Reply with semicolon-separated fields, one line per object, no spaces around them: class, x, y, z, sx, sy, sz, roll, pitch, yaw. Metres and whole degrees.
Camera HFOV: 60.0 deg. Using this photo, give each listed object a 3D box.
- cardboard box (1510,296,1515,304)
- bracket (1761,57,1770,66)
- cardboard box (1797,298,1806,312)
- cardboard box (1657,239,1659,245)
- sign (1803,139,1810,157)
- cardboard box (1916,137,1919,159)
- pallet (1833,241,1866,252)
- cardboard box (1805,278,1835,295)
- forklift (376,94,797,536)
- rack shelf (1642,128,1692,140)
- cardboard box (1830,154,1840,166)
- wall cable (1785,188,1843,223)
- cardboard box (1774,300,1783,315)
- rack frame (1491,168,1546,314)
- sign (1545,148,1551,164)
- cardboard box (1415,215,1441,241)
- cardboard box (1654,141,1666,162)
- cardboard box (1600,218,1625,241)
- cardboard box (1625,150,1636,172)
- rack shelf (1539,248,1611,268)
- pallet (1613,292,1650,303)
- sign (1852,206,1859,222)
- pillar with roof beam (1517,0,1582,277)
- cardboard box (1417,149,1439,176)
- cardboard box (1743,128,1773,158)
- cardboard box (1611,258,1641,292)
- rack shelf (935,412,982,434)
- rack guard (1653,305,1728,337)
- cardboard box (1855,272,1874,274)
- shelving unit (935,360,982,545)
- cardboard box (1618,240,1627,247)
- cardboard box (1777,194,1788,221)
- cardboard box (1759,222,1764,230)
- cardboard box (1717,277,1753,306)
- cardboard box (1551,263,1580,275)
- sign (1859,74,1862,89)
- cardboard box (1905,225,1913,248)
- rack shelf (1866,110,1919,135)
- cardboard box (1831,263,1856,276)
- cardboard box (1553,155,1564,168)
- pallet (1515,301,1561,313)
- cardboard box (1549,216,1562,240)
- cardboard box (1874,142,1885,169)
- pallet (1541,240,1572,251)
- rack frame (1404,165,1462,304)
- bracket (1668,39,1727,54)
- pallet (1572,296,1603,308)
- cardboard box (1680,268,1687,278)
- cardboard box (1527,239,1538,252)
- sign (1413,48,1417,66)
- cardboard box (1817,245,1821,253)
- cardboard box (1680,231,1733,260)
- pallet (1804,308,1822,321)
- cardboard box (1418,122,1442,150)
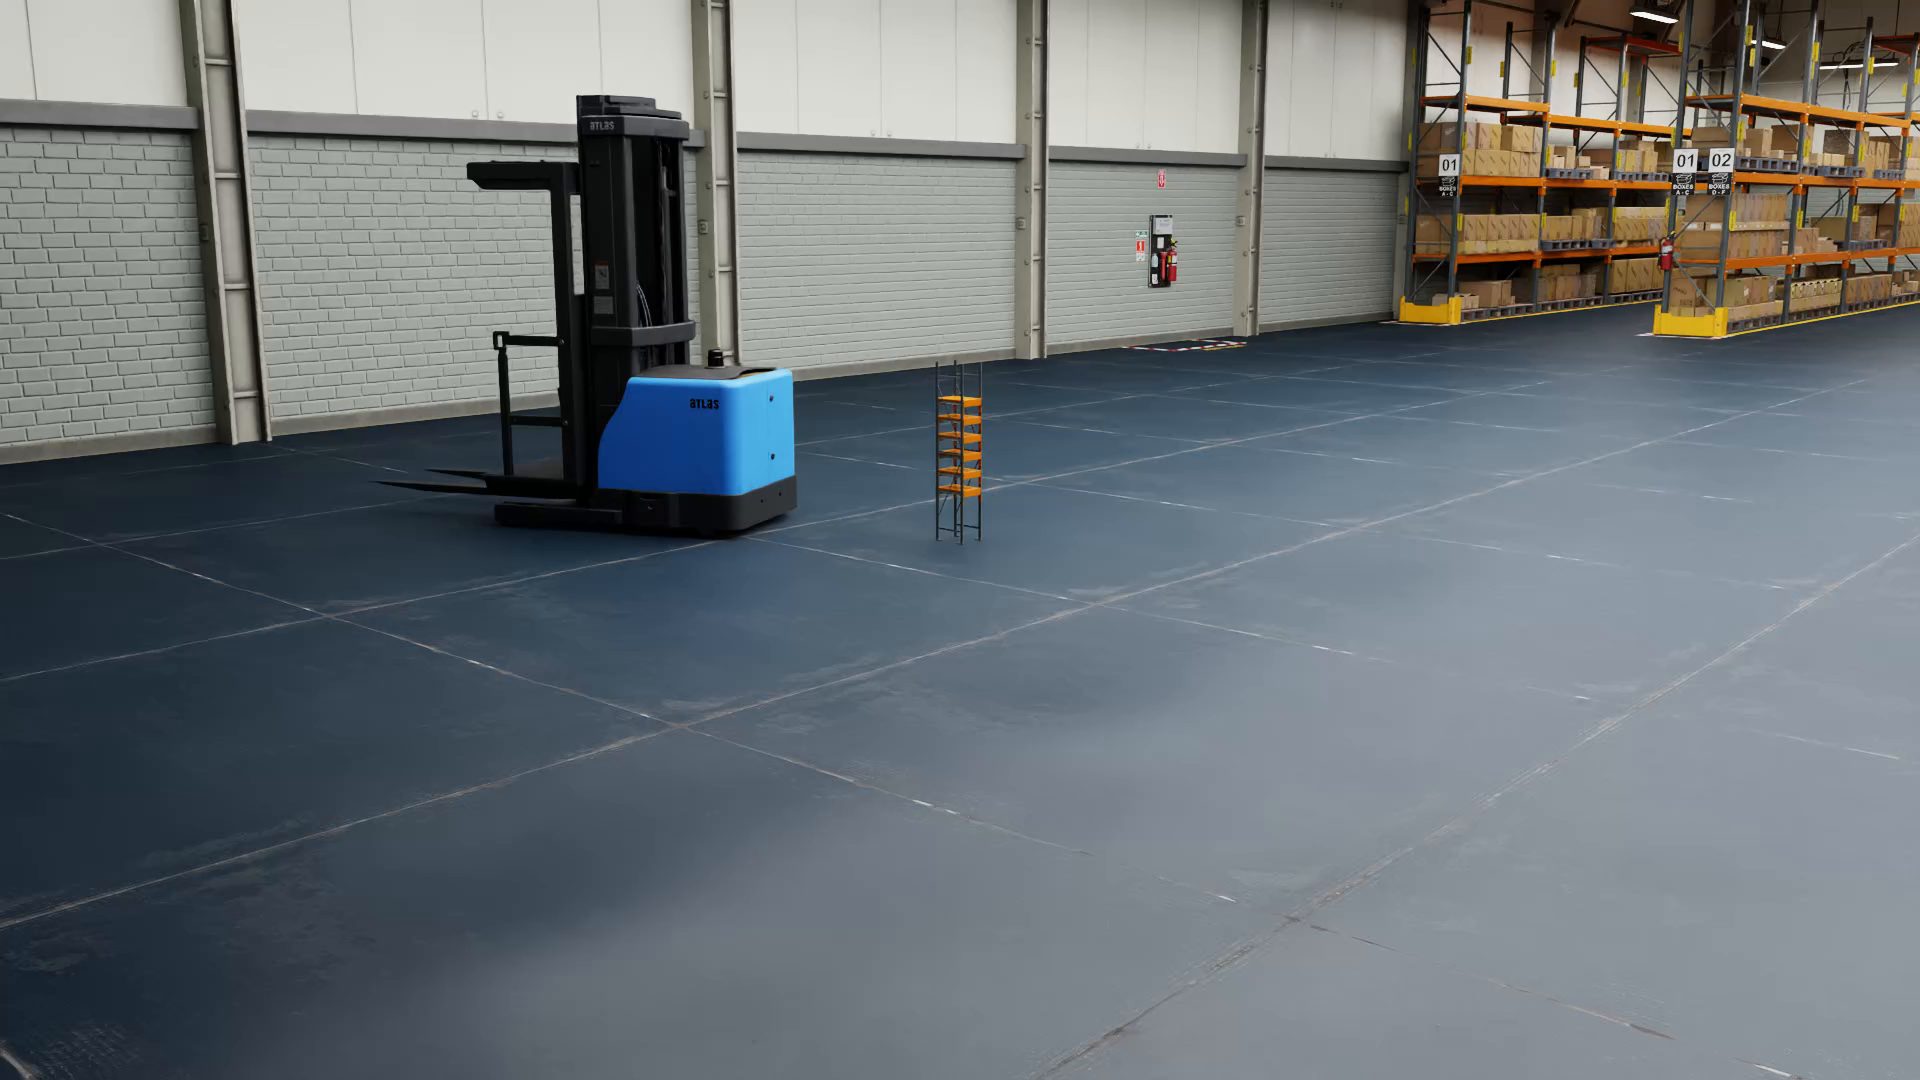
cardboard box;11.470;-5.071;35.052;0.380;0.166;0.250;7;14;33
bracket;22.960;-13.673;47.501;0.235;0.232;0.430;10;15;40
cardboard box;16.315;-4.647;32.768;0.500;0.250;0.500;10;15;42
cardboard box;16.718;-7.232;40.352;0.380;0.149;0.250;10;15;42
sign;15.943;-7.379;31.317;0.100;0.325;0.005;10;15;40
cardboard box;21.860;-9.081;38.551;0.700;0.500;0.500;10;15;40
pallet;18.560;-6.291;35.538;1.213;0.211;1.003;10;15;40
cardboard box;17.666;-5.222;34.215;0.500;0.311;0.500;9;15;39
forklift;-2.752;-1.615;11.811;3.031;2.935;1.130;4;12;18
rack shelf;18.402;-10.191;42.120;1.077;0.370;4.000;10;15;40
cardboard box;17.575;-7.726;33.885;0.500;0.250;0.500;10;15;42
wall cable;23.724;-10.298;47.722;3.097;2.526;0.112;10;15;40
cardboard box;15.383;-4.448;31.773;0.500;0.250;0.500;10;15;40
rack frame;11.801;-6.327;35.231;1.000;3.000;0.127;10;15;40
sign;12.214;-7.983;34.541;0.100;0.325;0.005;10;15;40
cardboard box;9.312;-6.140;32.709;0.500;0.500;0.500;10;15;40
cardboard box;17.368;-9.657;41.386;0.500;0.500;0.500;10;15;40
cardboard box;14.954;-7.159;38.329;0.500;0.500;0.500;10;15;42
cardboard box;15.404;-8.895;39.049;0.700;0.500;0.500;11;16;43
rack shelf;13.121;-6.269;36.775;1.077;0.370;4.000;10;15;40
pallet;15.824;-5.833;39.878;1.003;0.211;1.213;10;15;40
sign;18.584;-6.772;34.504;0.100;0.325;0.005;10;15;40
pillar with roof beam;16.167;-9.222;34.406;9.100;9.000;0.548;10;15;40
cardboard box;9.246;-7.363;32.451;0.500;0.500;0.500;-11;16;-43
cardboard box;14.186;-7.102;29.769;0.500;0.500;0.500;10;15;40
cardboard box;15.609;-6.287;39.445;0.750;0.750;0.750;10;15;40
rack shelf;-0.010;-0.778;11.045;0.258;0.103;0.180;10;15;40
rack guard;12.868;-3.869;29.308;1.175;0.500;0.348;10;15;40
cardboard box;20.968;-5.975;38.726;0.500;0.500;0.500;10;15;40
shelving unit;-0.010;-0.586;11.083;0.258;1.200;0.189;10;15;40
cardboard box;15.245;-6.885;38.614;0.380;0.149;0.250;10;15;42
cardboard box;15.236;-6.306;31.560;0.700;0.500;0.500;10;15;41
cardboard box;14.494;-5.761;30.483;0.380;0.149;0.250;10;15;42
cardboard box;14.054;-4.523;30.233;0.500;0.500;0.500;10;15;40
cardboard box;13.582;-6.085;37.363;0.500;0.250;0.500;10;15;41
sign;20.410;-10.376;37.598;0.100;0.325;0.005;10;15;40
cardboard box;21.682;-7.029;38.489;0.500;0.500;0.500;10;15;41
rack shelf;22.126;-9.746;38.877;1.077;0.370;4.000;10;15;40
cardboard box;19.643;-6.035;37.114;0.500;0.250;0.500;10;15;40
cardboard box;12.629;-8.121;35.710;0.500;0.311;0.500;10;15;42
pallet;12.314;-5.075;36.079;1.003;0.211;1.213;10;15;40
cardboard box;12.537;-6.744;35.938;0.500;0.500;0.700;-10;15;-42
cardboard box;19.994;-8.473;36.736;0.600;0.600;0.600;10;15;40
pallet;12.415;-6.327;35.719;1.003;0.211;1.213;10;15;40
rack frame;9.161;-5.739;32.285;1.000;3.000;0.127;10;15;40
bracket;19.136;-12.820;43.234;0.076;0.066;4.783;10;15;40
pallet;13.925;-5.434;37.876;1.003;0.211;1.213;10;15;40
cardboard box;17.987;-6.655;42.180;0.700;0.500;0.500;10;15;40
cardboard box;11.716;-6.155;34.699;0.500;0.250;0.500;10;15;40
sign;8.757;-9.291;31.965;0.100;0.325;0.005;10;15;40
cardboard box;17.366;-5.958;34.023;0.250;0.149;0.380;-11;16;-43
cardboard box;13.202;-5.215;29.407;0.700;0.500;0.500;10;15;40
pallet;16.787;-4.614;33.771;1.003;0.211;1.213;10;15;40
cardboard box;9.249;-7.856;32.368;0.500;0.500;0.500;11;15;43
